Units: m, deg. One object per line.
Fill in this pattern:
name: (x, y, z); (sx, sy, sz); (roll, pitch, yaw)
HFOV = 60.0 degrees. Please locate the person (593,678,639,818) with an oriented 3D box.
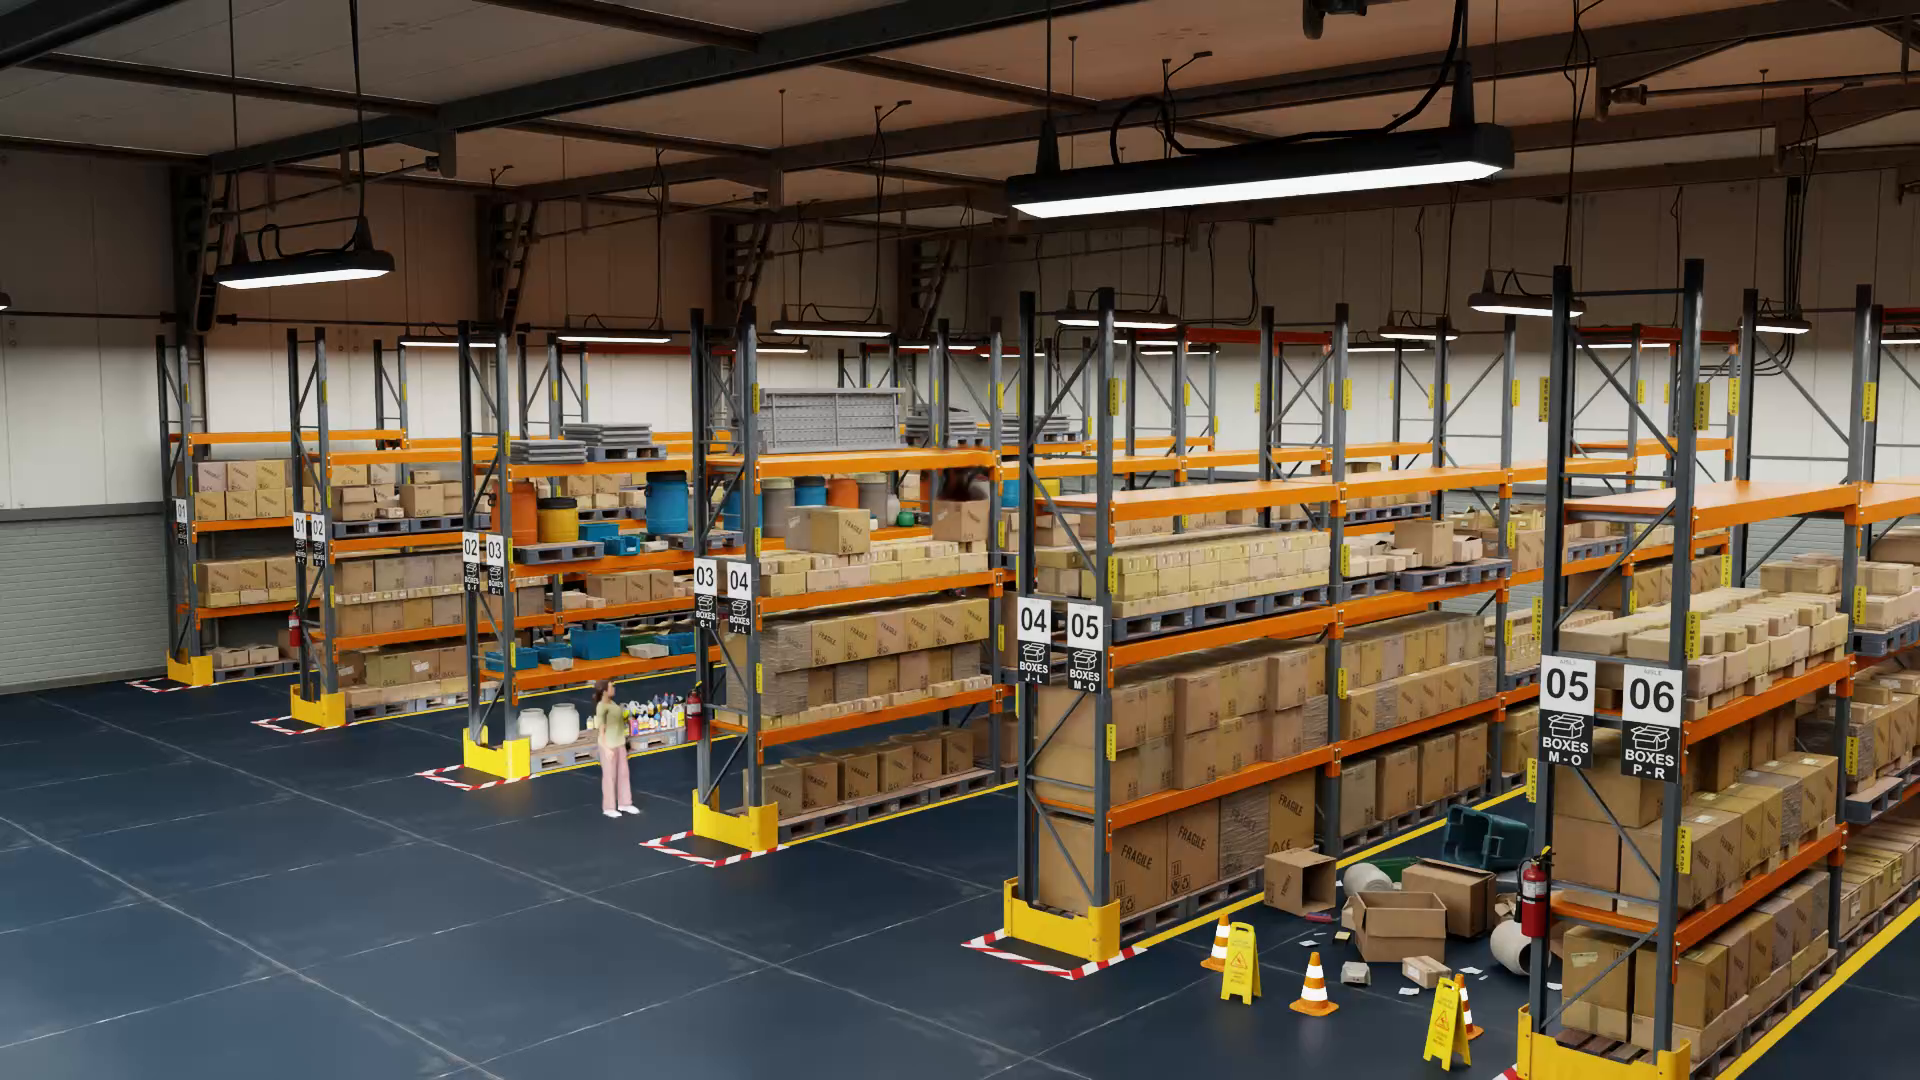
person: (-4.144, 2.603, 19.931); (0.440, 1.412, 0.517); (2, 6, 25)
